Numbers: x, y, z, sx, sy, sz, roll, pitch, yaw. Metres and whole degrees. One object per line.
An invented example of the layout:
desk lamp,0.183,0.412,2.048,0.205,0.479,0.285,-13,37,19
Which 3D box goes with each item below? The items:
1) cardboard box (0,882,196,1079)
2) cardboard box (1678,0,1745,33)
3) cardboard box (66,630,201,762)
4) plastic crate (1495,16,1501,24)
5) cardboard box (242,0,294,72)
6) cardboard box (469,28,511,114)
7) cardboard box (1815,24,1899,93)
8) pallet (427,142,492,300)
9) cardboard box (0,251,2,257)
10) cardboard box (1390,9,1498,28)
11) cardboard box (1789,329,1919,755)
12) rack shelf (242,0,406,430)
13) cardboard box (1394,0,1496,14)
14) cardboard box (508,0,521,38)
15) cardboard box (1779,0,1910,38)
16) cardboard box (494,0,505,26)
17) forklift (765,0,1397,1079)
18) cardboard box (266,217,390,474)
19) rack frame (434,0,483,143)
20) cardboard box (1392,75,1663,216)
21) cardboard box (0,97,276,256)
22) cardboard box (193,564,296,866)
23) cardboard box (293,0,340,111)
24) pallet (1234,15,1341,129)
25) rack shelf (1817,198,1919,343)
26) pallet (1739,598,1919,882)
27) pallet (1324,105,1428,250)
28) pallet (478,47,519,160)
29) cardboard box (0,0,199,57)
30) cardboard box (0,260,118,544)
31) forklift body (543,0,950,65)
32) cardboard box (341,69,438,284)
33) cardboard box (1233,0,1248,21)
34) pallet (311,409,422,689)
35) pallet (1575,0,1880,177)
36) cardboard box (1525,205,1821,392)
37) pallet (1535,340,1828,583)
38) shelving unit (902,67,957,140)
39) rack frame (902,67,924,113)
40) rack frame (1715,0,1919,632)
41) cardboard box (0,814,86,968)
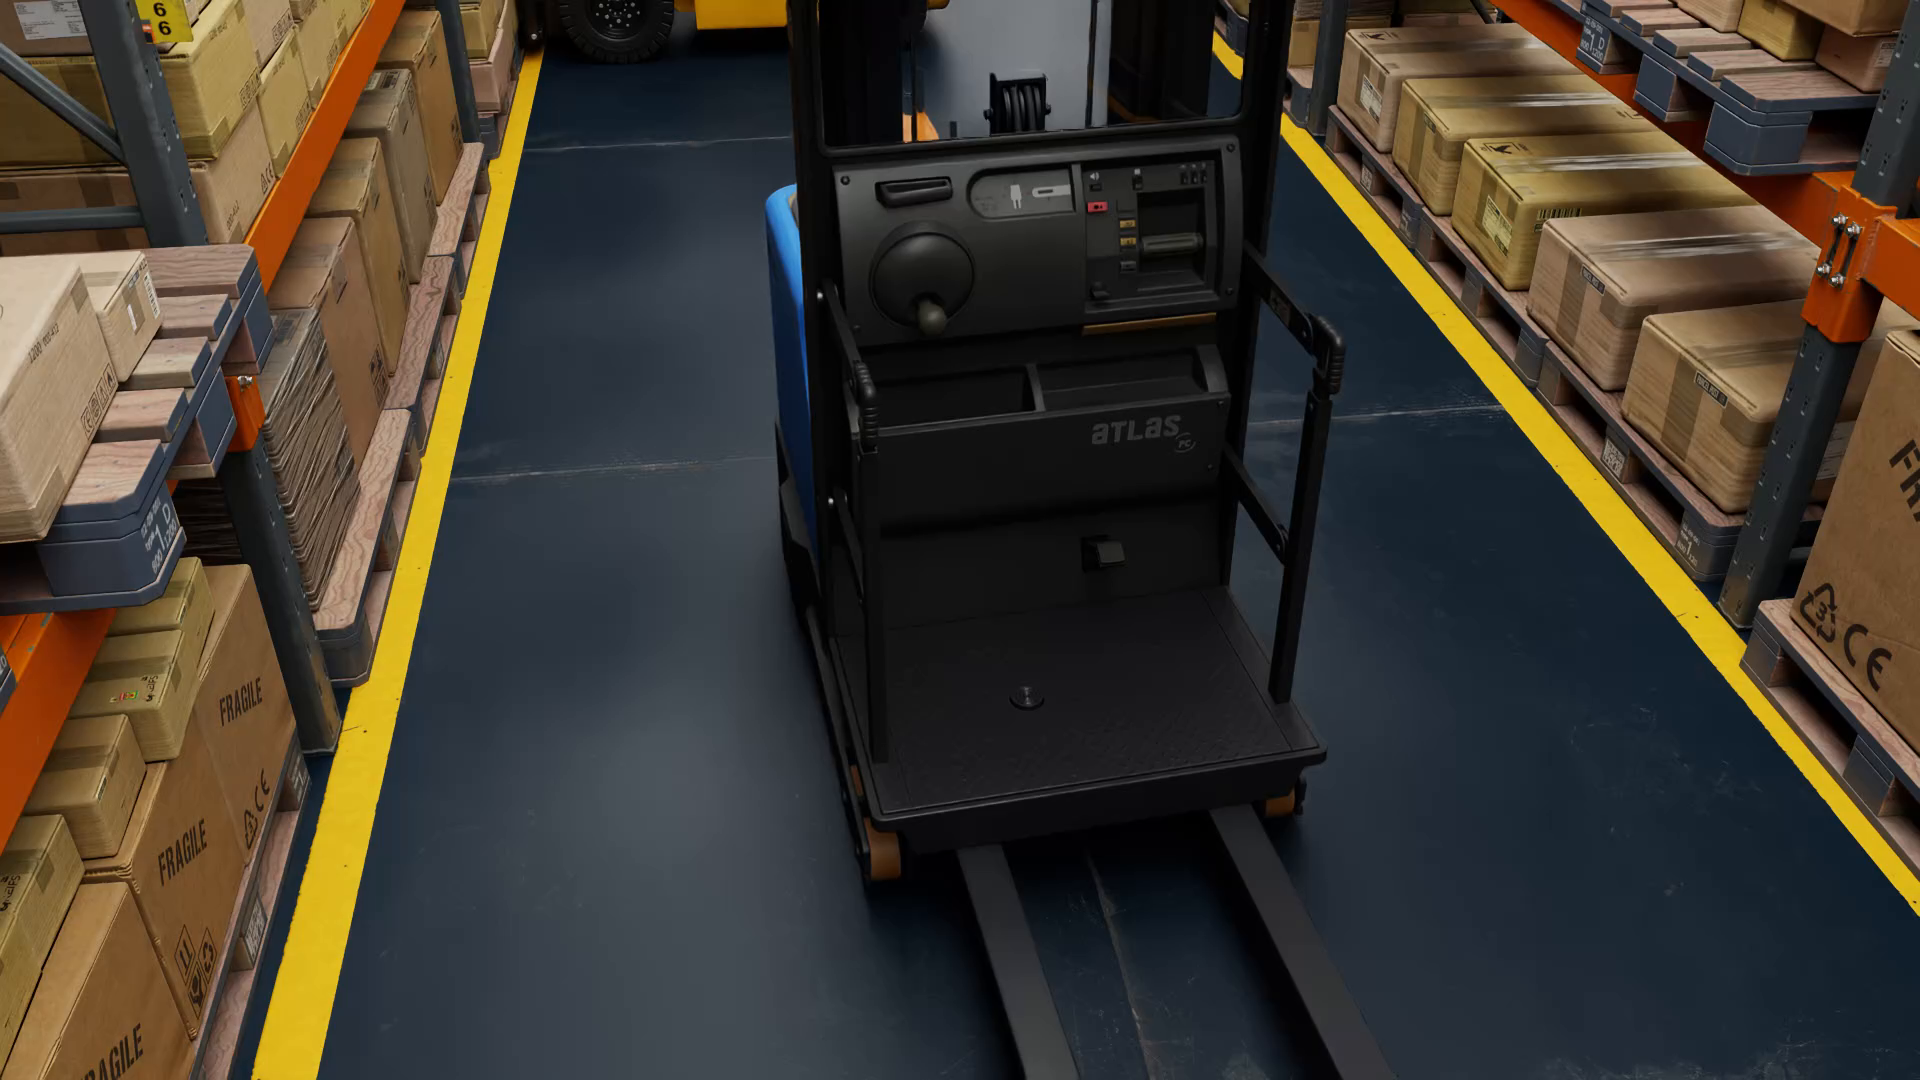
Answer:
cardboard box,-1.763,0.986,2.987,0.500,0.500,0.500,-3,34,-4
cardboard box,2.292,-1.560,4.725,0.380,0.149,0.250,-5,35,-7
cardboard box,-1.778,0.332,3.370,0.380,0.149,0.250,-6,35,-9
plastic crate,2.819,-3.007,9.592,0.402,0.080,0.583,-16,38,-23
cardboard box,-2.046,-1.356,4.265,0.500,0.250,0.500,-3,34,-5
cardboard box,-2.437,-2.230,7.927,0.500,0.250,0.500,-4,34,-6
cardboard box,2.478,-1.278,4.312,0.380,0.149,0.250,-3,34,-5
pallet,-2.563,-1.337,7.025,1.003,0.211,1.213,-4,35,-6
cardboard box,-2.476,-0.835,3.945,0.500,0.250,0.500,-5,35,-7
cardboard box,2.406,-2.663,8.562,0.500,0.250,0.500,-6,35,-9
cardboard box,2.766,0.053,4.023,0.875,0.875,0.875,-5,35,-7
rack shelf,-2.432,-1.484,5.403,1.077,0.370,4.000,-4,35,-6
cardboard box,2.406,-2.972,8.351,0.500,0.500,0.500,-3,34,-4
cardboard box,-2.606,-2.798,8.760,0.500,0.250,0.500,-4,34,-6
cardboard box,2.419,-1.614,4.229,0.500,0.500,0.500,-5,35,-8
cardboard box,-2.529,-2.716,8.196,0.500,0.250,0.500,-5,35,-7
forklift,0.235,-0.617,3.553,1.130,2.935,3.031,-7,35,-10
cardboard box,-2.329,-0.571,5.160,0.875,0.625,0.625,-3,34,-5
rack frame,-2.701,-2.898,6.838,1.000,3.000,0.127,-4,35,-6
cardboard box,2.391,-1.670,6.997,0.950,0.372,0.625,-2,34,-3
cardboard box,-1.980,-0.870,3.996,0.500,0.250,0.500,-4,35,-6
cardboard box,-1.893,0.414,3.826,0.500,0.500,0.500,-3,34,-5
cardboard box,-2.119,-1.438,4.829,0.500,0.250,0.500,-5,35,-8
pallet,2.092,-2.495,8.724,1.003,0.211,1.213,-4,35,-6
rack shelf,3.025,0.370,2.683,1.077,0.370,4.000,-4,35,-6
pallet,2.787,0.554,4.249,1.003,0.211,1.213,-4,35,-6
pallet,2.324,-1.689,7.541,1.003,0.211,1.213,-4,35,-6
pallet,-2.766,-2.192,8.279,1.003,0.211,1.213,-4,35,-6
cardboard box,-1.914,-1.175,3.646,0.380,0.149,0.250,-3,34,-5
cardboard box,-1.700,-0.213,2.659,0.500,0.250,0.500,-6,35,-9
forklift body,-1.176,-3.859,9.003,2.313,2.155,1.214,-4,35,-6
cardboard box,-2.522,-1.366,6.326,0.875,0.625,0.625,-5,35,-7
cardboard box,1.790,-2.919,8.938,0.500,0.250,0.500,-5,35,-8
pallet,-2.235,0.024,5.027,1.003,0.211,1.213,-4,35,-6
pallet,2.554,-1.354,4.743,1.213,0.211,1.003,-4,35,-6
cardboard box,2.582,-0.858,5.806,0.950,0.372,0.625,-5,35,-7
pallet,2.652,-0.327,5.543,1.003,0.211,1.213,-4,35,-6
shelving unit,-0.182,-0.876,5.471,0.258,1.200,0.503,-7,35,-10
rack frame,-0.235,-1.010,5.667,0.240,1.200,0.015,-7,35,-10
rack frame,2.756,-1.043,4.118,1.000,3.000,0.127,-4,35,-6
cardboard box,-1.796,0.633,2.928,0.380,0.149,0.250,-3,34,-5
